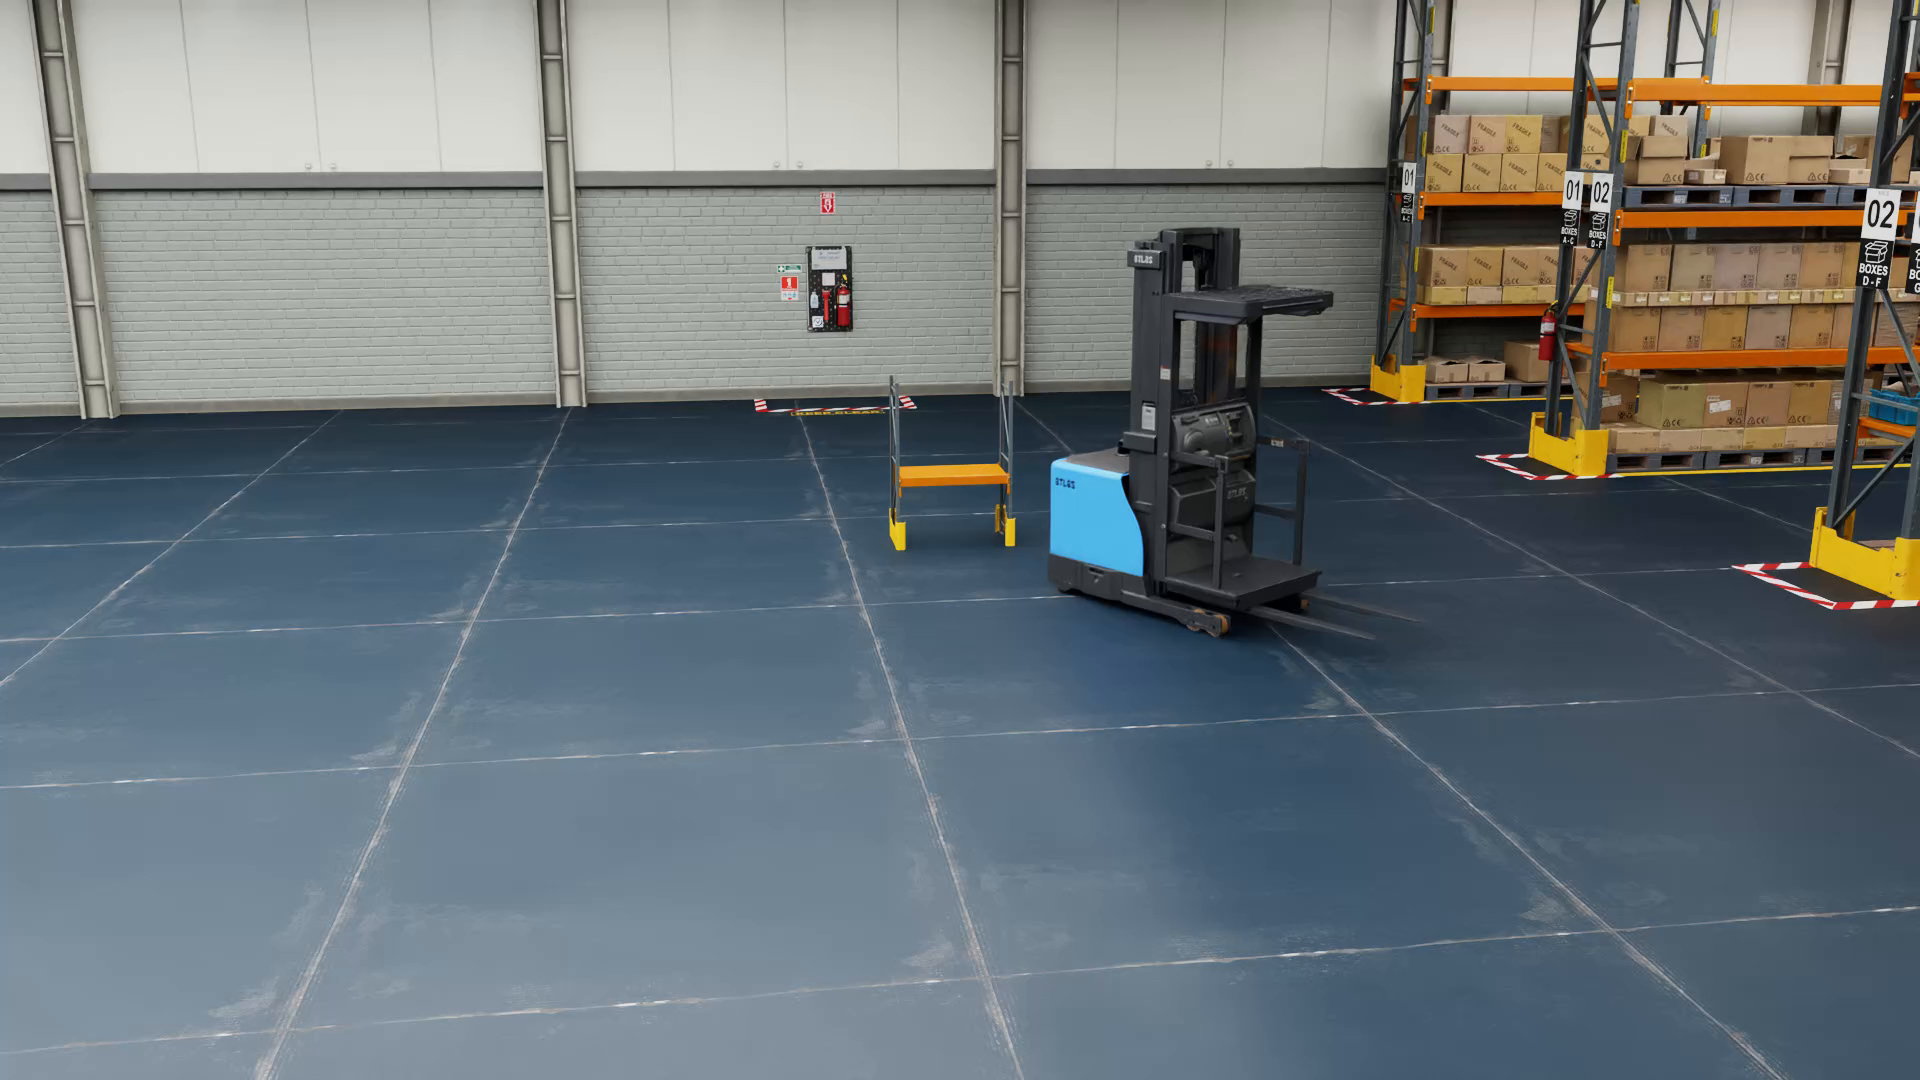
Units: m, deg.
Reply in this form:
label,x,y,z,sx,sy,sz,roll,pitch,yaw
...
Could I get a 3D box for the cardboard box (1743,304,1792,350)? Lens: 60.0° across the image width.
label,x,y,z,sx,sy,sz,roll,pitch,yaw
cardboard box,8.786,-2.411,18.491,0.500,0.500,0.700,-2,14,-7

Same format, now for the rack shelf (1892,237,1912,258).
label,x,y,z,sx,sy,sz,roll,pitch,yaw
rack shelf,9.504,-2.279,13.482,4.000,0.370,1.077,-2,14,-8

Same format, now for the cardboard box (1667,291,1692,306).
label,x,y,z,sx,sy,sz,roll,pitch,yaw
cardboard box,7.720,-2.636,18.057,0.250,0.149,0.380,-2,14,-8

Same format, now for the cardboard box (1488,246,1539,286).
label,x,y,z,sx,sy,sz,roll,pitch,yaw
cardboard box,7.569,-3.762,22.809,0.500,0.500,0.500,-3,14,-10

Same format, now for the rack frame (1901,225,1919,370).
label,x,y,z,sx,sy,sz,roll,pitch,yaw
rack frame,13.961,-3.773,24.129,0.127,3.000,1.000,-2,14,-8

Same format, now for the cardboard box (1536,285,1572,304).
label,x,y,z,sx,sy,sz,roll,pitch,yaw
cardboard box,8.096,-3.419,22.982,0.500,0.250,0.500,-2,14,-8

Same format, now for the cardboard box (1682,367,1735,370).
label,x,y,z,sx,sy,sz,roll,pitch,yaw
cardboard box,10.731,-2.660,23.924,0.500,0.500,0.700,-2,14,-6

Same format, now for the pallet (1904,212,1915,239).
label,x,y,z,sx,sy,sz,roll,pitch,yaw
pallet,8.359,-2.470,13.154,1.213,0.211,1.003,-2,14,-8

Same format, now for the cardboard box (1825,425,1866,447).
label,x,y,z,sx,sy,sz,roll,pitch,yaw
cardboard box,9.826,-1.222,18.744,0.500,0.250,0.500,-2,14,-8

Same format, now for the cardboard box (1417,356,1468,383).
label,x,y,z,sx,sy,sz,roll,pitch,yaw
cardboard box,6.748,-2.396,23.260,0.500,0.311,0.500,-4,15,-15

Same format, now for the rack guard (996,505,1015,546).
label,x,y,z,sx,sy,sz,roll,pitch,yaw
rack guard,0.417,-0.137,15.281,0.087,0.250,0.587,-2,14,-8

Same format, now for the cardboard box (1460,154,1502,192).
label,x,y,z,sx,sy,sz,roll,pitch,yaw
cardboard box,6.955,-4.959,22.445,0.500,0.500,0.500,-1,14,-5

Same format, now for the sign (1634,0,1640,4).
label,x,y,z,sx,sy,sz,roll,pitch,yaw
sign,6.869,-5.598,16.826,0.005,0.325,0.100,-2,14,-8

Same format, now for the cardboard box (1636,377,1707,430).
label,x,y,z,sx,sy,sz,roll,pitch,yaw
cardboard box,7.850,-1.510,18.352,0.500,0.500,0.500,-2,14,-8

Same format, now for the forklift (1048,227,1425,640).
label,x,y,z,sx,sy,sz,roll,pitch,yaw
forklift,2.090,-0.841,12.579,1.130,2.935,3.031,-13,19,-41

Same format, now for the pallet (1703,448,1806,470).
label,x,y,z,sx,sy,sz,roll,pitch,yaw
pallet,8.746,-1.020,18.885,1.213,0.211,1.003,-2,14,-8

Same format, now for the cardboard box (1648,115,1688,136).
label,x,y,z,sx,sy,sz,roll,pitch,yaw
cardboard box,9.551,-5.543,22.717,0.500,0.500,0.500,-3,14,-13

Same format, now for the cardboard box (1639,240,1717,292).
label,x,y,z,sx,sy,sz,roll,pitch,yaw
cardboard box,7.827,-3.006,18.196,0.500,0.500,0.700,-2,14,-10

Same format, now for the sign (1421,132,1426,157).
label,x,y,z,sx,sy,sz,roll,pitch,yaw
sign,6.131,-5.232,21.981,0.005,0.325,0.100,-2,14,-8

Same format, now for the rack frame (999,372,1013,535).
label,x,y,z,sx,sy,sz,roll,pitch,yaw
rack frame,0.418,-0.743,15.129,0.032,1.500,0.500,-2,14,-8

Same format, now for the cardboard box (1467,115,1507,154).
label,x,y,z,sx,sy,sz,roll,pitch,yaw
cardboard box,6.971,-5.443,22.318,0.500,0.500,0.500,-2,14,-9

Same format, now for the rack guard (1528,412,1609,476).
label,x,y,z,sx,sy,sz,roll,pitch,yaw
rack guard,6.768,-1.078,18.523,0.348,0.500,1.175,-2,14,-8

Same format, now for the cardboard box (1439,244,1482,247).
label,x,y,z,sx,sy,sz,roll,pitch,yaw
cardboard box,6.984,-3.868,23.233,0.500,0.500,0.500,-2,14,-8

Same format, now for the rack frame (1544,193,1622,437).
label,x,y,z,sx,sy,sz,roll,pitch,yaw
rack frame,6.792,-2.292,18.222,0.127,3.000,1.000,-2,14,-8

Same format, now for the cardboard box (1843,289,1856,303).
label,x,y,z,sx,sy,sz,roll,pitch,yaw
cardboard box,9.748,-2.710,18.351,0.250,0.149,0.380,-2,14,-8

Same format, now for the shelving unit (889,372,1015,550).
label,x,y,z,sx,sy,sz,roll,pitch,yaw
shelving unit,-0.075,-0.725,15.057,1.083,1.500,0.587,-2,14,-8

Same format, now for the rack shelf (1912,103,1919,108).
label,x,y,z,sx,sy,sz,roll,pitch,yaw
rack shelf,12.725,-4.876,18.495,4.000,0.370,1.077,-2,14,-8

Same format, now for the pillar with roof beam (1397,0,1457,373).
label,x,y,z,sx,sy,sz,roll,pitch,yaw
pillar with roof beam,7.255,-5.591,19.045,0.400,9.000,9.100,-2,14,-8

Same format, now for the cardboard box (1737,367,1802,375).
label,x,y,z,sx,sy,sz,roll,pitch,yaw
cardboard box,9.253,-1.693,19.081,0.500,0.500,0.500,-2,14,-8

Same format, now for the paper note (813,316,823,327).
label,x,y,z,sx,sy,sz,roll,pitch,yaw
paper note,-1.954,-3.002,22.864,0.142,0.148,0.016,-2,14,-8

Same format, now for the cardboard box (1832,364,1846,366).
label,x,y,z,sx,sy,sz,roll,pitch,yaw
cardboard box,12.730,-2.745,24.262,0.500,0.500,0.700,-2,14,-8

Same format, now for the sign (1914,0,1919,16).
label,x,y,z,sx,sy,sz,roll,pitch,yaw
sign,10.655,-5.968,18.466,0.005,0.325,0.100,-2,14,-8

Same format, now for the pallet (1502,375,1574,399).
label,x,y,z,sx,sy,sz,roll,pitch,yaw
pallet,8.138,-2.198,23.579,1.213,0.211,1.003,-2,14,-8

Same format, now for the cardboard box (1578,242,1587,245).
label,x,y,z,sx,sy,sz,roll,pitch,yaw
cardboard box,8.998,-3.944,23.537,0.500,0.500,0.500,-2,14,-9

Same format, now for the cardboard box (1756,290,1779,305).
label,x,y,z,sx,sy,sz,roll,pitch,yaw
cardboard box,8.732,-2.673,18.202,0.250,0.149,0.380,-2,14,-8

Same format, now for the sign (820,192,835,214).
label,x,y,z,sx,sy,sz,roll,pitch,yaw
sign,-1.791,-4.567,22.528,0.199,0.298,0.001,-2,14,-8

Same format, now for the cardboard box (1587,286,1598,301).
label,x,y,z,sx,sy,sz,roll,pitch,yaw
cardboard box,7.142,-2.715,18.369,0.250,0.149,0.380,-2,14,-9

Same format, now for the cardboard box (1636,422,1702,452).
label,x,y,z,sx,sy,sz,roll,pitch,yaw
cardboard box,7.849,-1.147,18.445,0.500,0.250,0.500,-2,14,-8

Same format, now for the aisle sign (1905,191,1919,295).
label,x,y,z,sx,sy,sz,roll,pitch,yaw
aisle sign,7.499,-2.288,12.863,0.004,0.787,0.394,-2,14,-8

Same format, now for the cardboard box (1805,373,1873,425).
label,x,y,z,sx,sy,sz,roll,pitch,yaw
cardboard box,9.825,-1.586,18.654,0.500,0.500,0.500,-2,14,-8

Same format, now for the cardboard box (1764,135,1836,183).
label,x,y,z,sx,sy,sz,roll,pitch,yaw
cardboard box,9.100,-4.184,18.237,0.637,0.503,0.797,-1,14,-2

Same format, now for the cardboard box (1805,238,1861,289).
label,x,y,z,sx,sy,sz,roll,pitch,yaw
cardboard box,9.810,-3.078,18.486,0.500,0.500,0.700,-2,14,-8

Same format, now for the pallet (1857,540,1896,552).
label,x,y,z,sx,sy,sz,roll,pitch,yaw
pallet,8.399,0.210,13.978,1.213,0.211,1.003,-2,14,-8

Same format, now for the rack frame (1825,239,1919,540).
label,x,y,z,sx,sy,sz,roll,pitch,yaw
rack frame,7.526,-1.100,13.471,0.127,3.000,1.000,-2,14,-8

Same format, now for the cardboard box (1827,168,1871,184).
label,x,y,z,sx,sy,sz,roll,pitch,yaw
cardboard box,9.595,-3.932,17.961,0.250,0.149,0.380,-2,14,-8

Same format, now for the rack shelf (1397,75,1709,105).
label,x,y,z,sx,sy,sz,roll,pitch,yaw
rack shelf,8.028,-6.115,22.620,4.000,0.370,1.077,-2,14,-8

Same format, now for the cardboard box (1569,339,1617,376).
label,x,y,z,sx,sy,sz,roll,pitch,yaw
cardboard box,8.985,-2.582,23.613,0.500,0.500,0.500,-3,14,-13
